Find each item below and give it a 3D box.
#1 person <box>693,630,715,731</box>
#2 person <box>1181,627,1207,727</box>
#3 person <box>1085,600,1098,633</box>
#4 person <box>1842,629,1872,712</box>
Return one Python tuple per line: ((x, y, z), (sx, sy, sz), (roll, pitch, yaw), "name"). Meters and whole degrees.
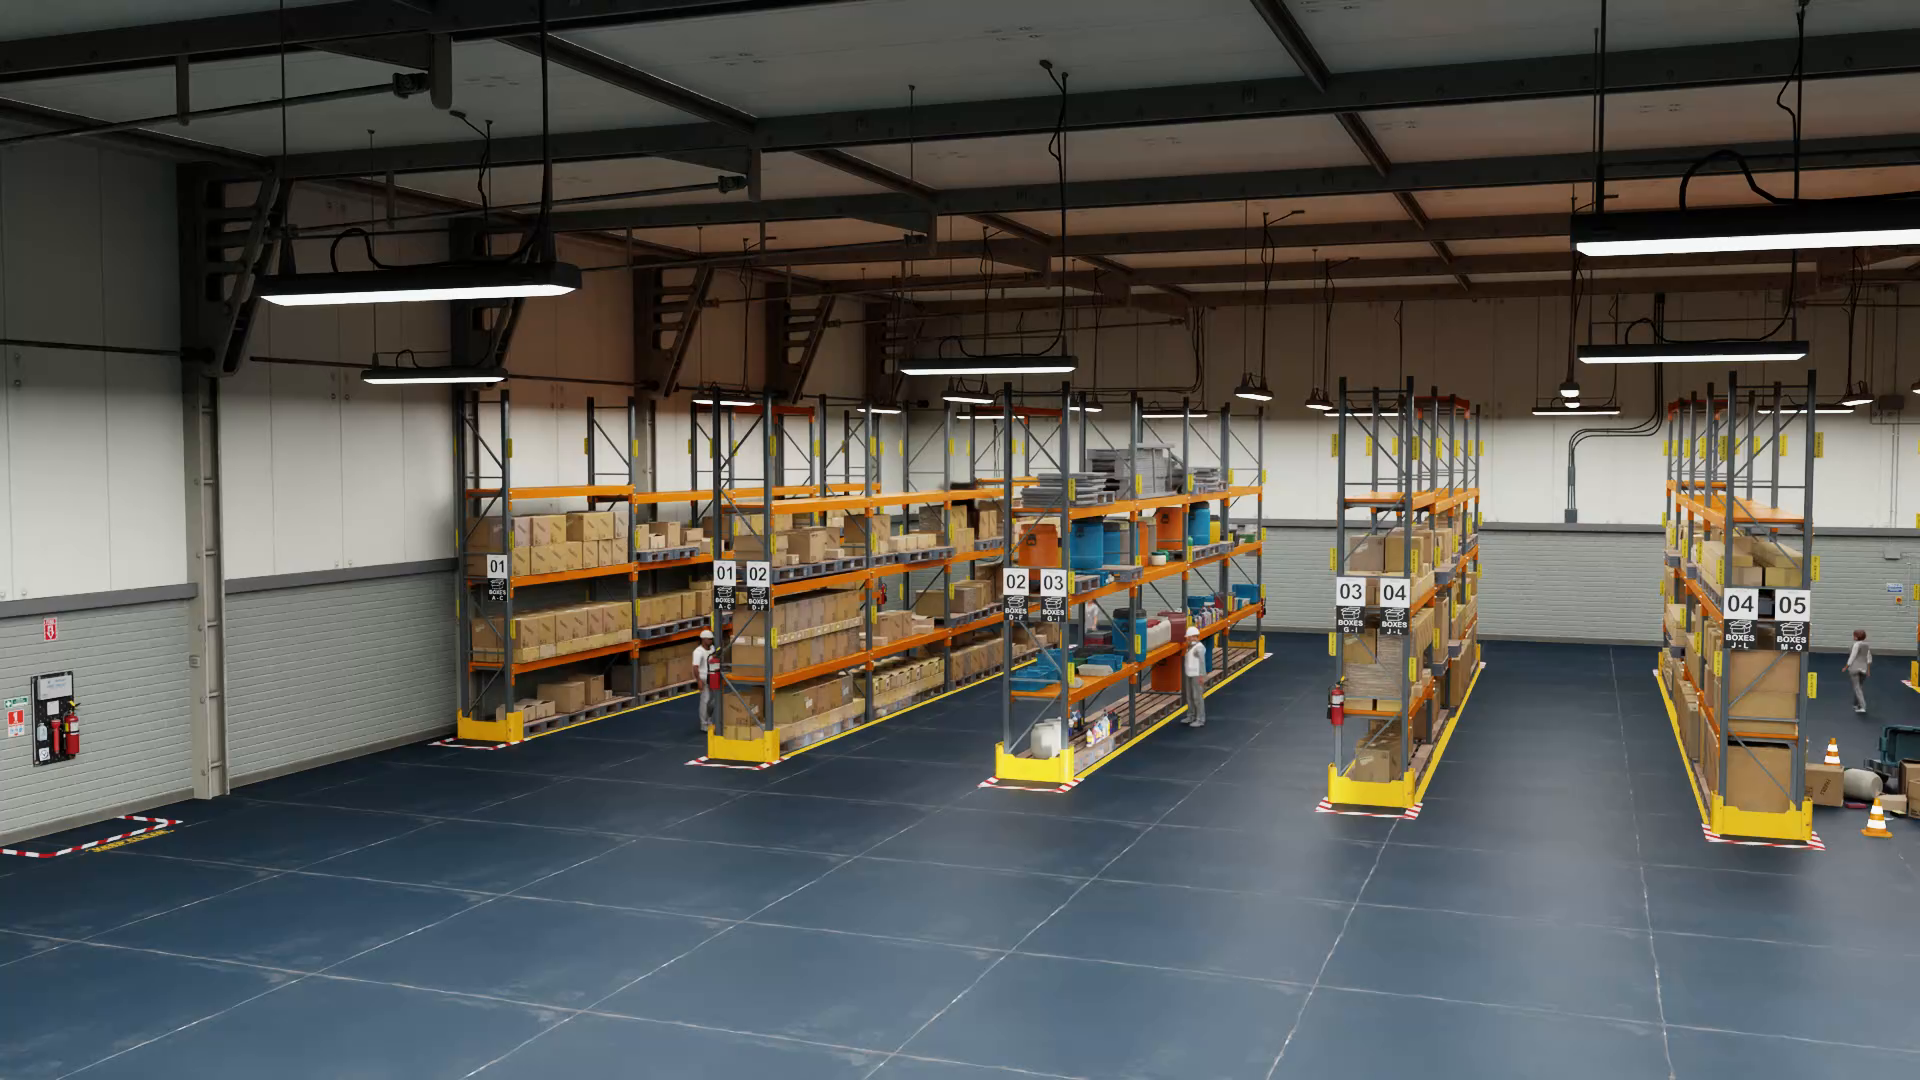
((-4.465, 2.488, 29.577), (0.512, 1.773, 0.734), (2, 4, 35), "person")
((4.237, 2.456, 30.101), (0.407, 1.772, 0.598), (-1, 3, -11), "person")
((3.012, 2.054, 38.875), (0.462, 1.615, 1.065), (1, 3, 17), "person")
((16.989, 2.466, 31.481), (0.503, 1.578, 0.841), (0, 3, 6), "person")
